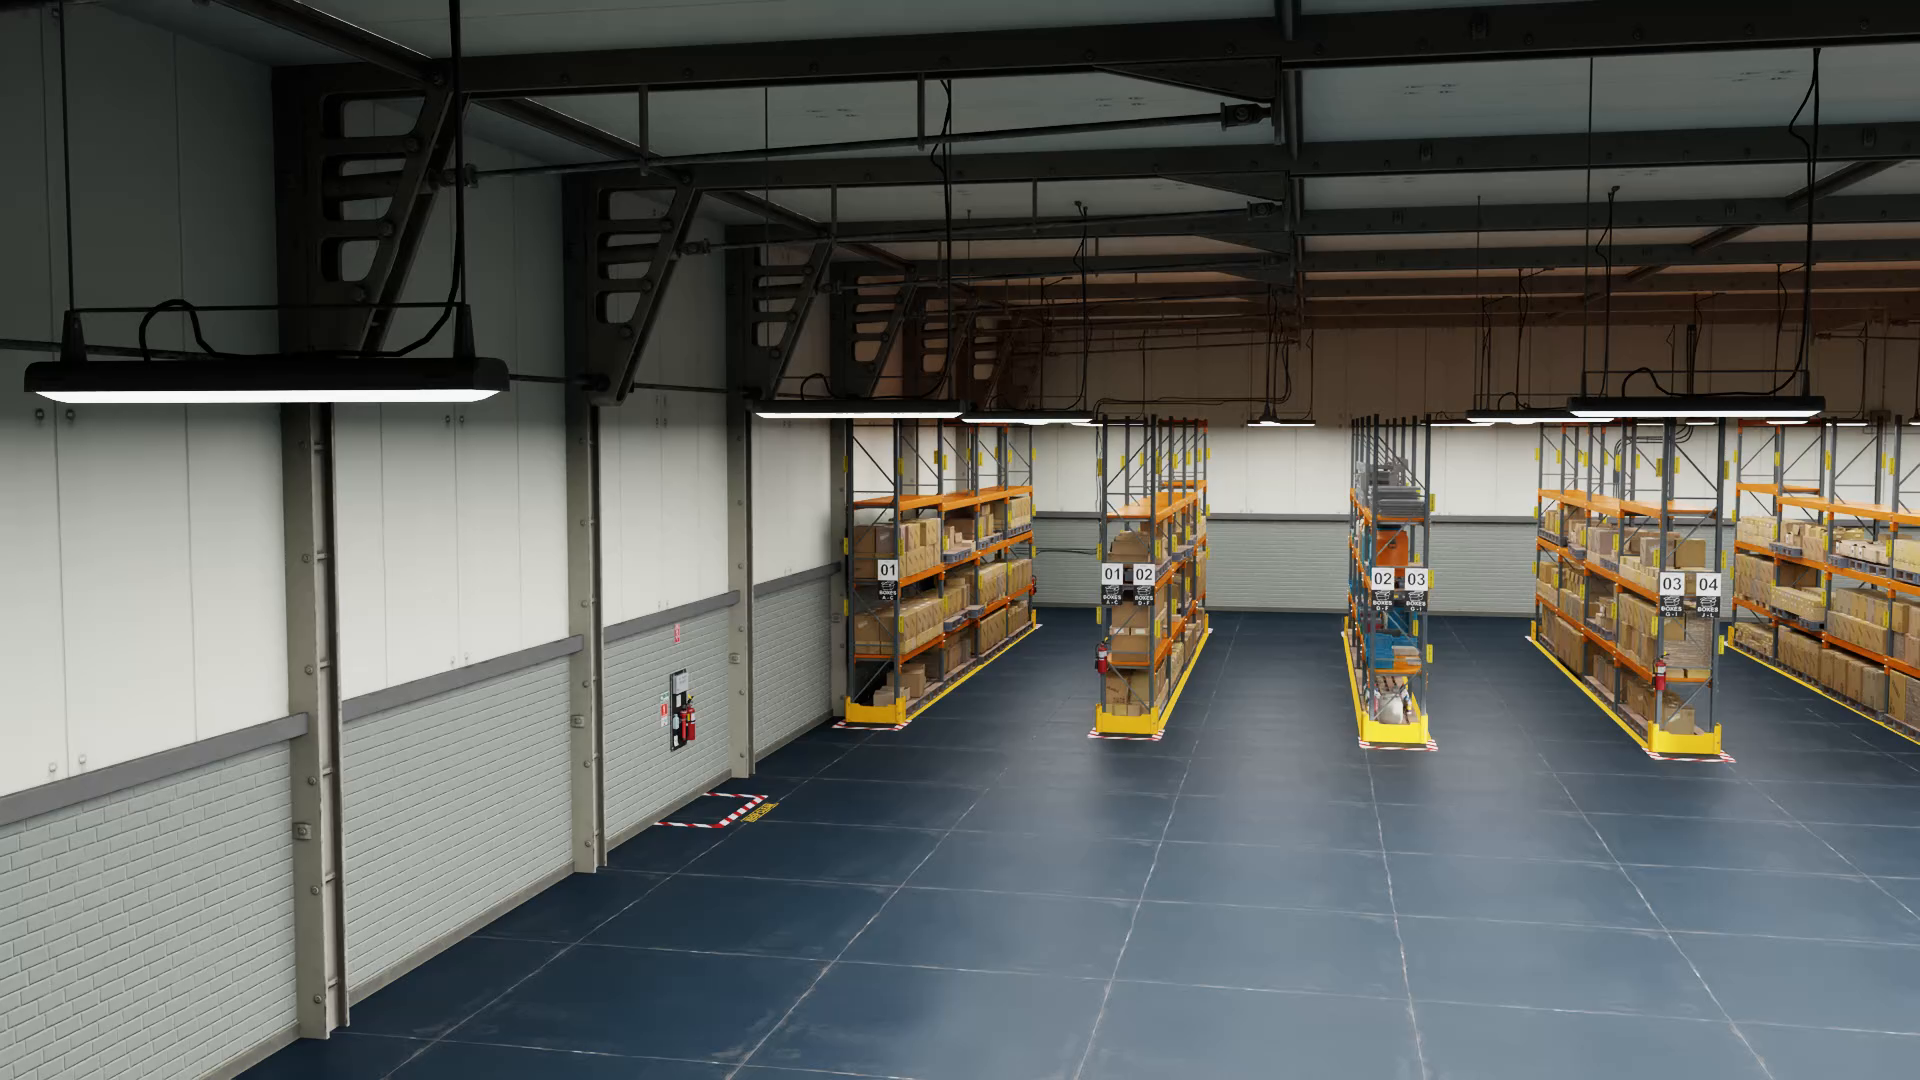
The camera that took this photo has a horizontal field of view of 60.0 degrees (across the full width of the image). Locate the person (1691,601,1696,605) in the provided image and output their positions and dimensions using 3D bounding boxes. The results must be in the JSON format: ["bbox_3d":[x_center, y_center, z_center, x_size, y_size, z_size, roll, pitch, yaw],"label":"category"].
[{"bbox_3d":[17.412,2.210,39.451,0.679,1.744,0.962,1,4,17],"label":"person"}]
